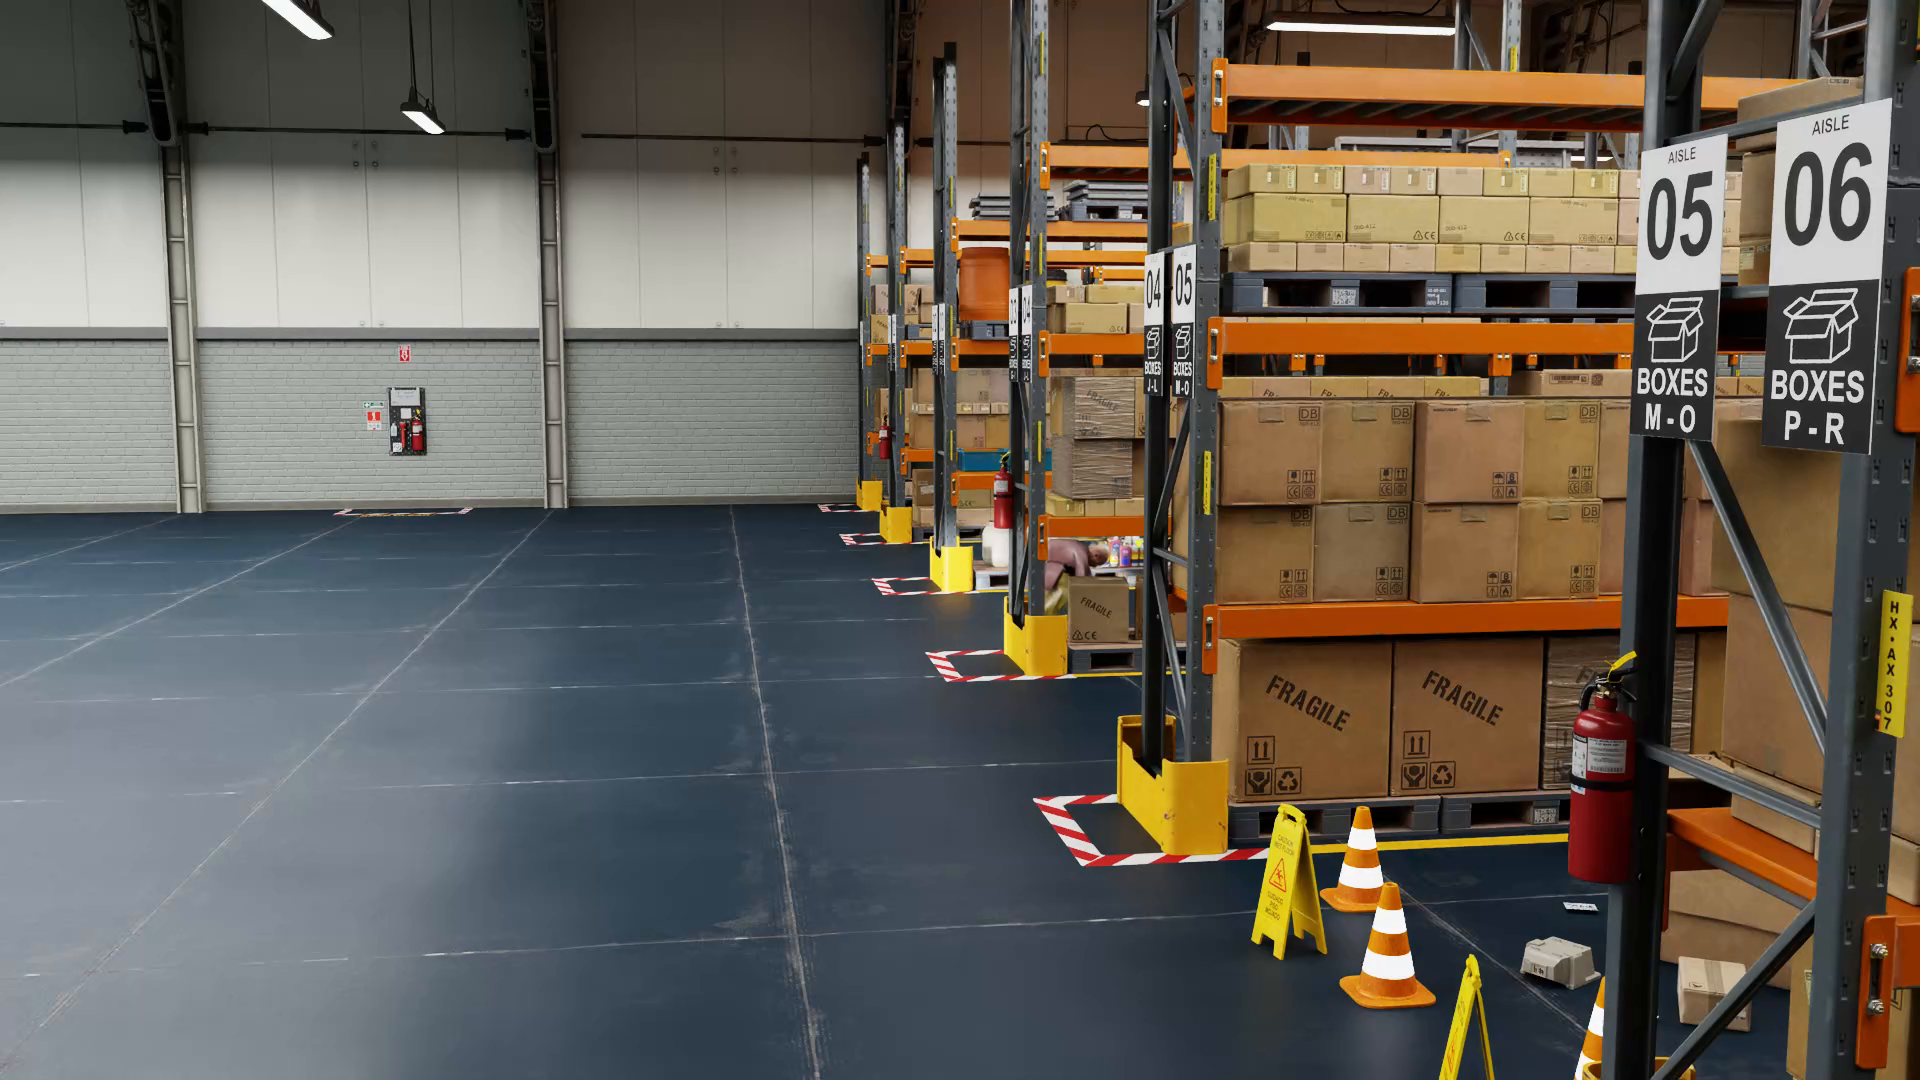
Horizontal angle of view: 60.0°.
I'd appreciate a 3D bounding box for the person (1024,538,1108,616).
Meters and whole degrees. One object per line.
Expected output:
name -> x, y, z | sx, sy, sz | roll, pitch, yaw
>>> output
person -> 1.003, 0.403, 16.418 | 0.955, 0.873, 0.589 | -1, 6, -11
